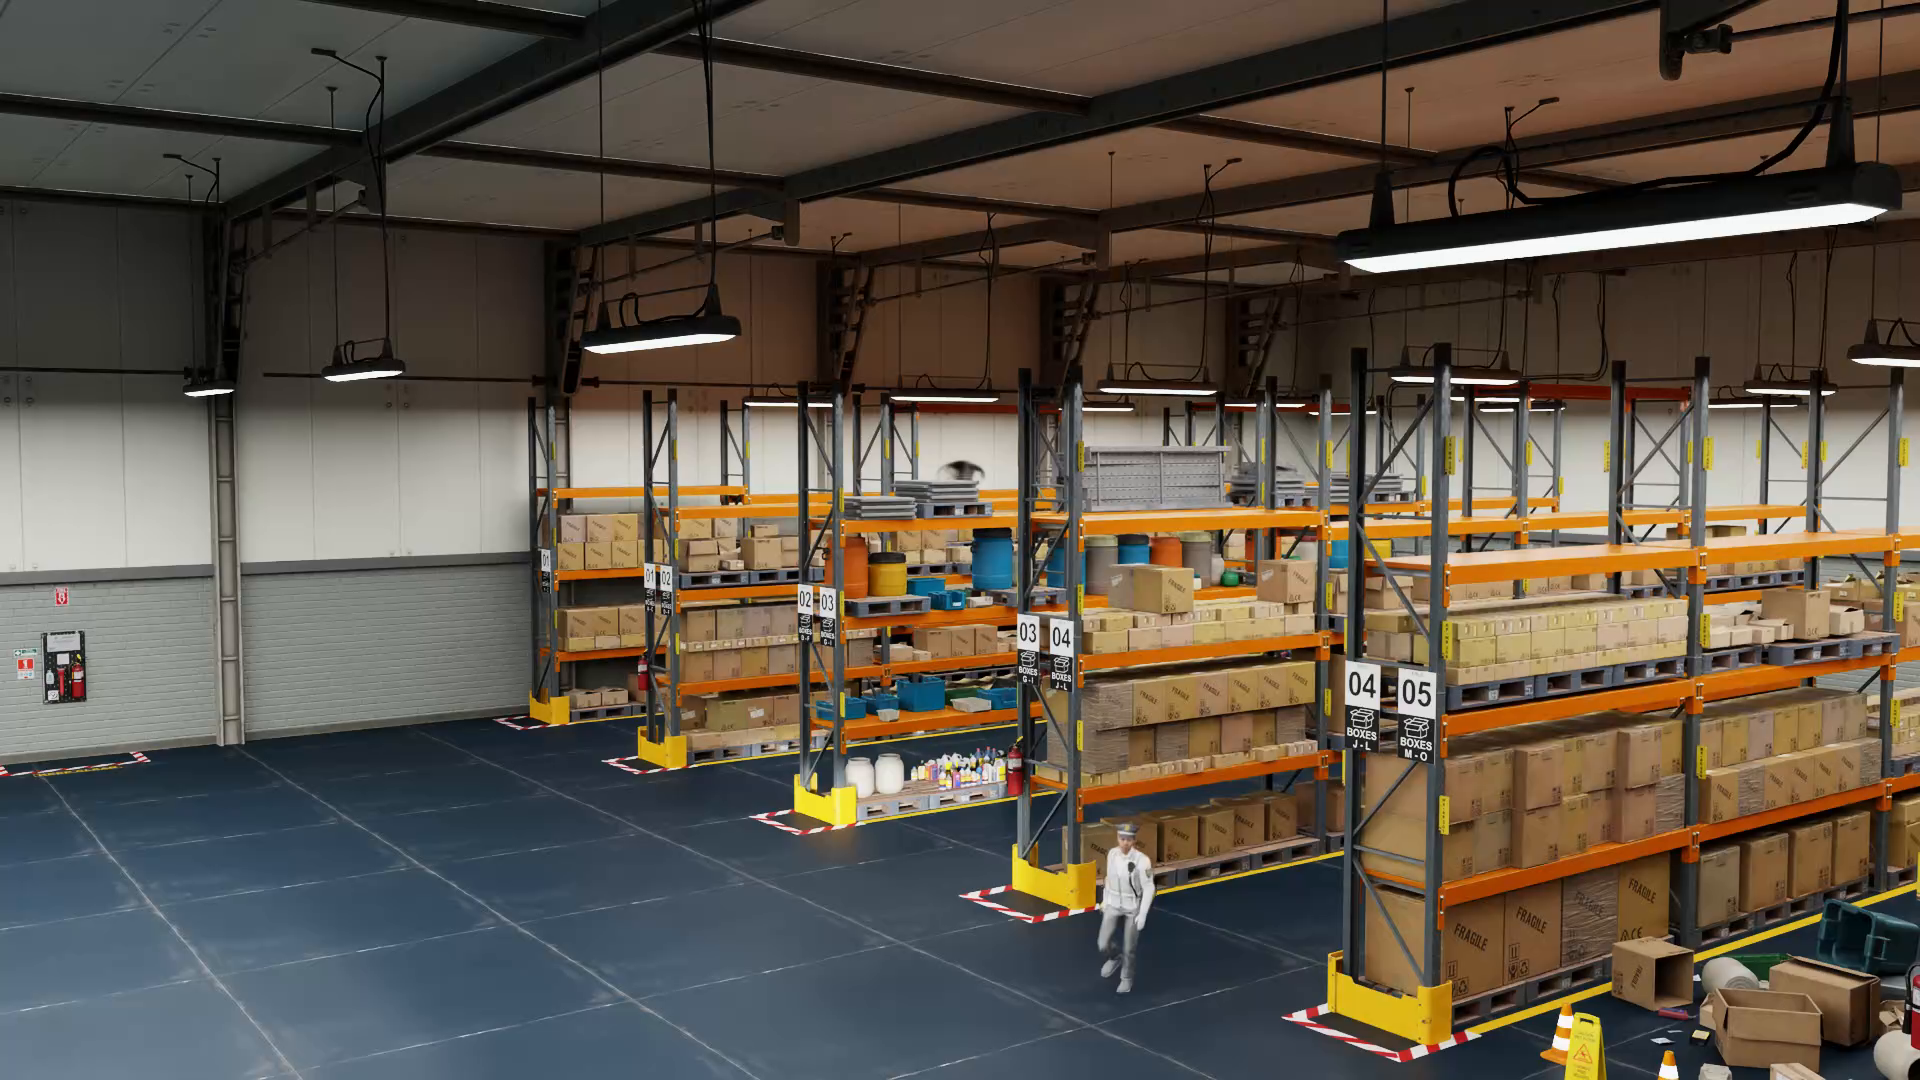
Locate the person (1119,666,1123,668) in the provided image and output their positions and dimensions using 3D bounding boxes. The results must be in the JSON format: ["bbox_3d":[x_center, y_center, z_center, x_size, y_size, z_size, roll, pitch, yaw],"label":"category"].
[{"bbox_3d":[2.759,2.527,29.971,0.853,1.728,0.698,-1,4,-21],"label":"person"}]

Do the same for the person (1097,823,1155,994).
[{"bbox_3d":[1.557,3.428,15.499,0.600,1.658,0.538,2,4,25],"label":"person"}]
